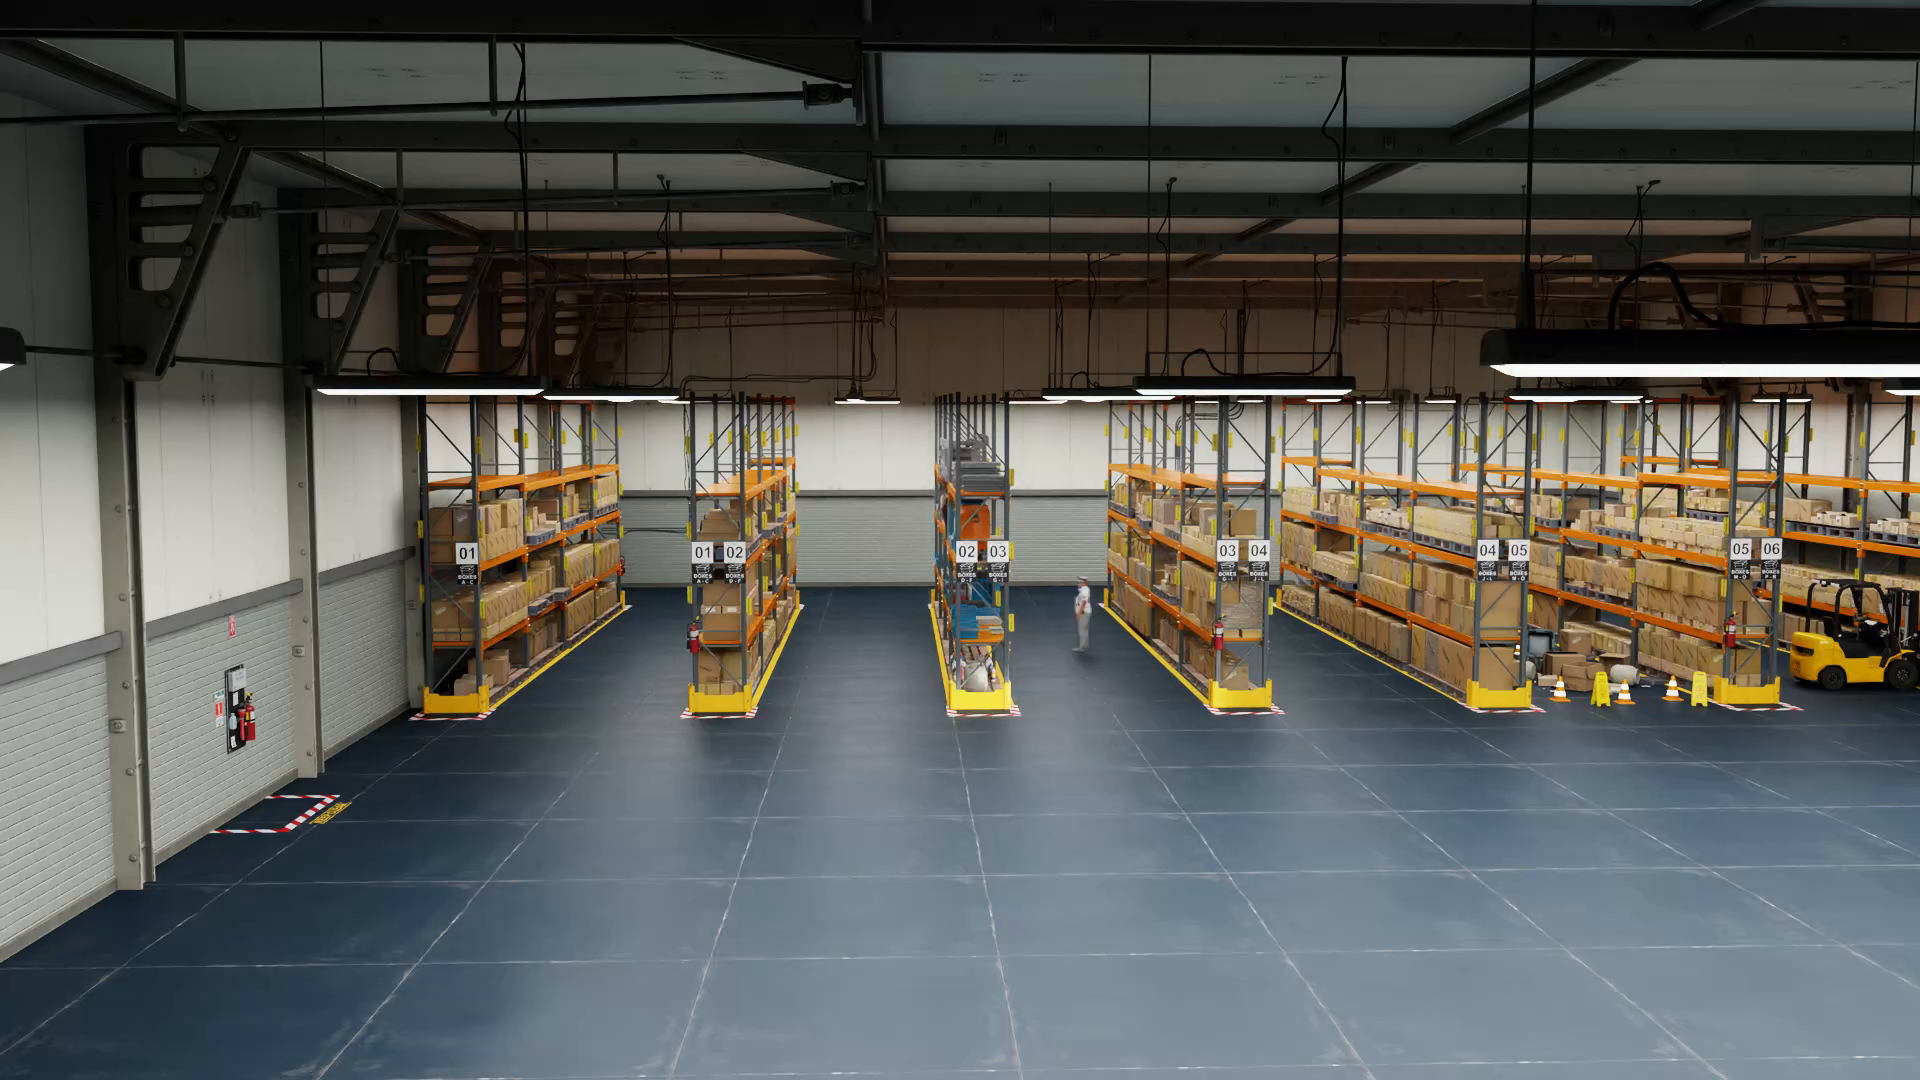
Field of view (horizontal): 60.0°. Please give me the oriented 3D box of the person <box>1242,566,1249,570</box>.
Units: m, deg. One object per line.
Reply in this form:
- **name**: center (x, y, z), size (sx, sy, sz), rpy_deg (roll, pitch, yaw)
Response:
- **person**: center (8.822, 0.738, 52.044), size (0.559, 1.668, 0.430), rpy_deg (-1, 5, -9)

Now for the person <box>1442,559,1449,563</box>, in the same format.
- **person**: center (14.732, 0.877, 50.113), size (0.805, 1.631, 0.464), rpy_deg (-1, 5, -15)

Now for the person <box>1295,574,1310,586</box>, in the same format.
- **person**: center (10.257, 0.887, 49.847), size (0.580, 1.662, 0.493), rpy_deg (-4, 6, -40)

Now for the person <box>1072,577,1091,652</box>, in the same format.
- **person**: center (2.842, 1.728, 38.840), size (0.430, 1.766, 0.547), rpy_deg (0, 5, 3)
